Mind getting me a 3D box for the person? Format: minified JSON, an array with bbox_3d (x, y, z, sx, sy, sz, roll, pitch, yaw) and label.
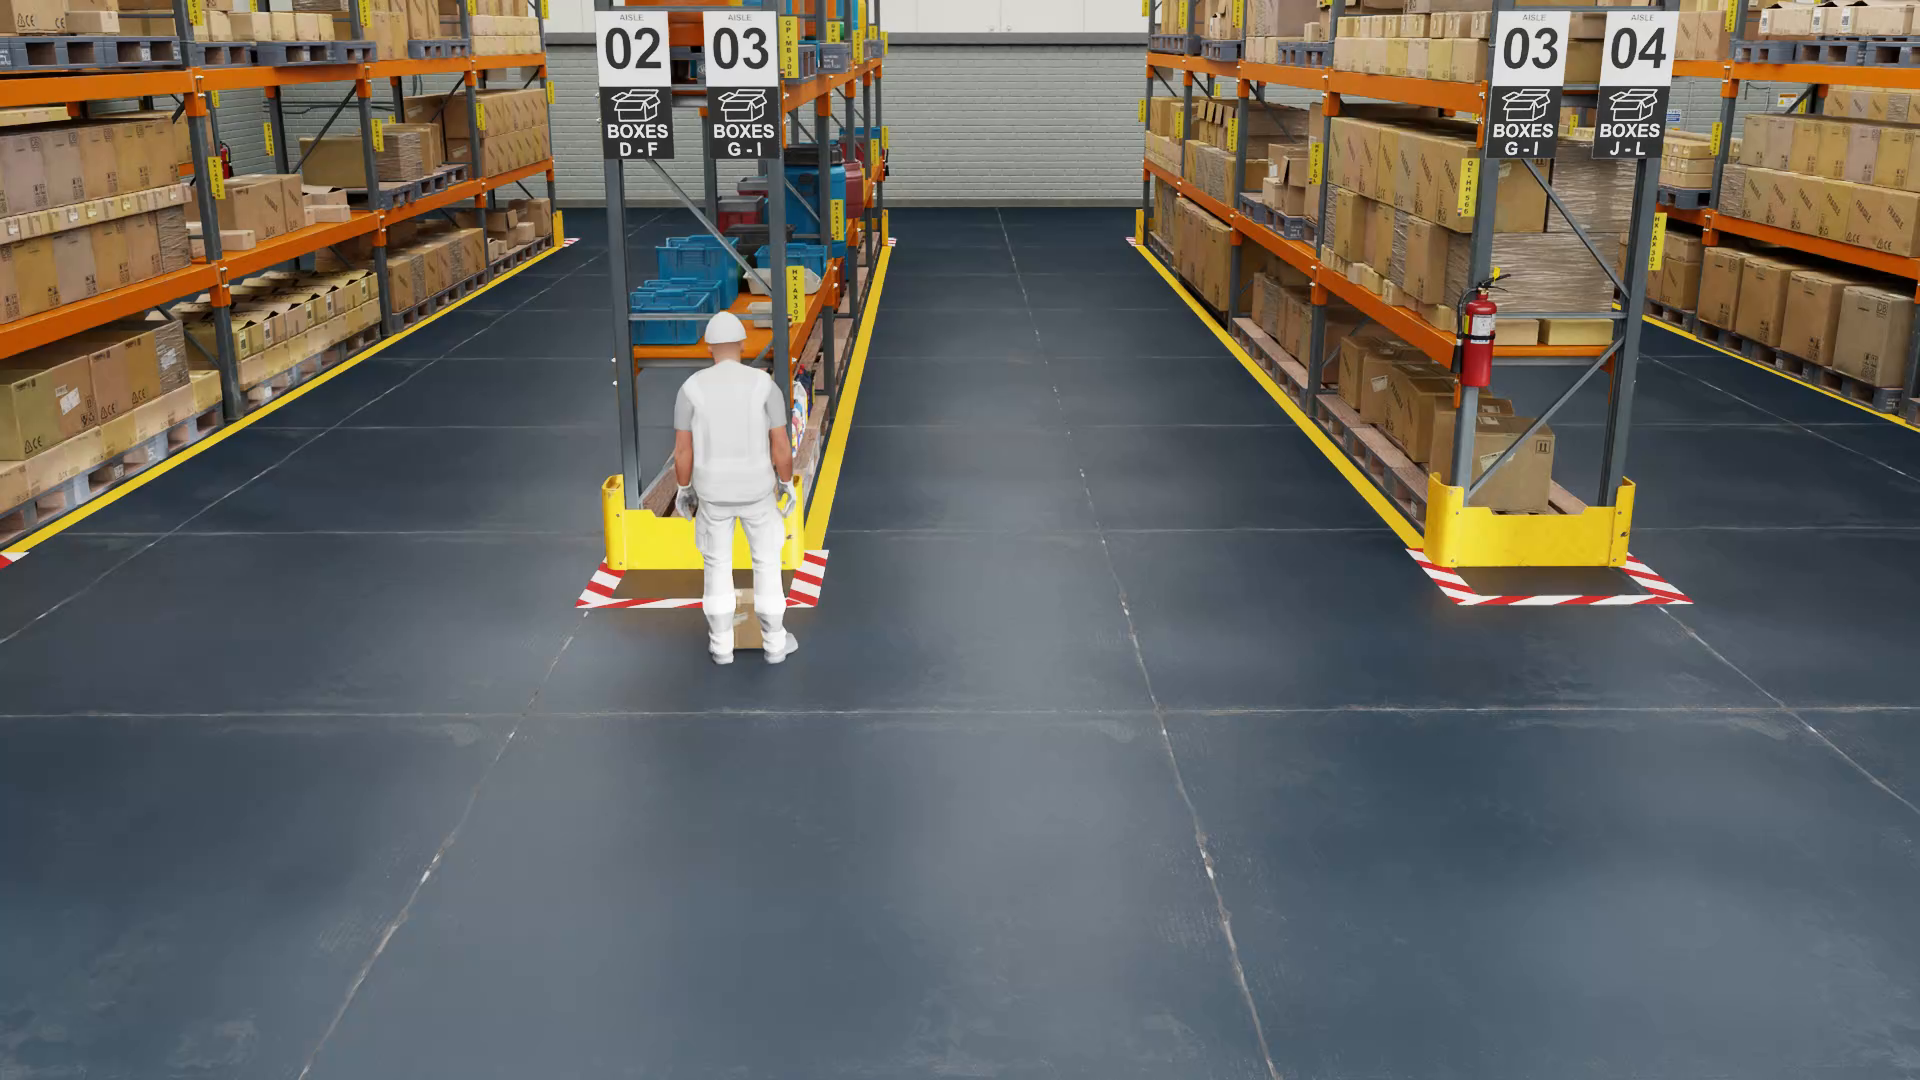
[{"bbox_3d":[-1.123,-0.249,8.340,0.607,1.777,0.454,-1,17,-3],"label":"person"}]
